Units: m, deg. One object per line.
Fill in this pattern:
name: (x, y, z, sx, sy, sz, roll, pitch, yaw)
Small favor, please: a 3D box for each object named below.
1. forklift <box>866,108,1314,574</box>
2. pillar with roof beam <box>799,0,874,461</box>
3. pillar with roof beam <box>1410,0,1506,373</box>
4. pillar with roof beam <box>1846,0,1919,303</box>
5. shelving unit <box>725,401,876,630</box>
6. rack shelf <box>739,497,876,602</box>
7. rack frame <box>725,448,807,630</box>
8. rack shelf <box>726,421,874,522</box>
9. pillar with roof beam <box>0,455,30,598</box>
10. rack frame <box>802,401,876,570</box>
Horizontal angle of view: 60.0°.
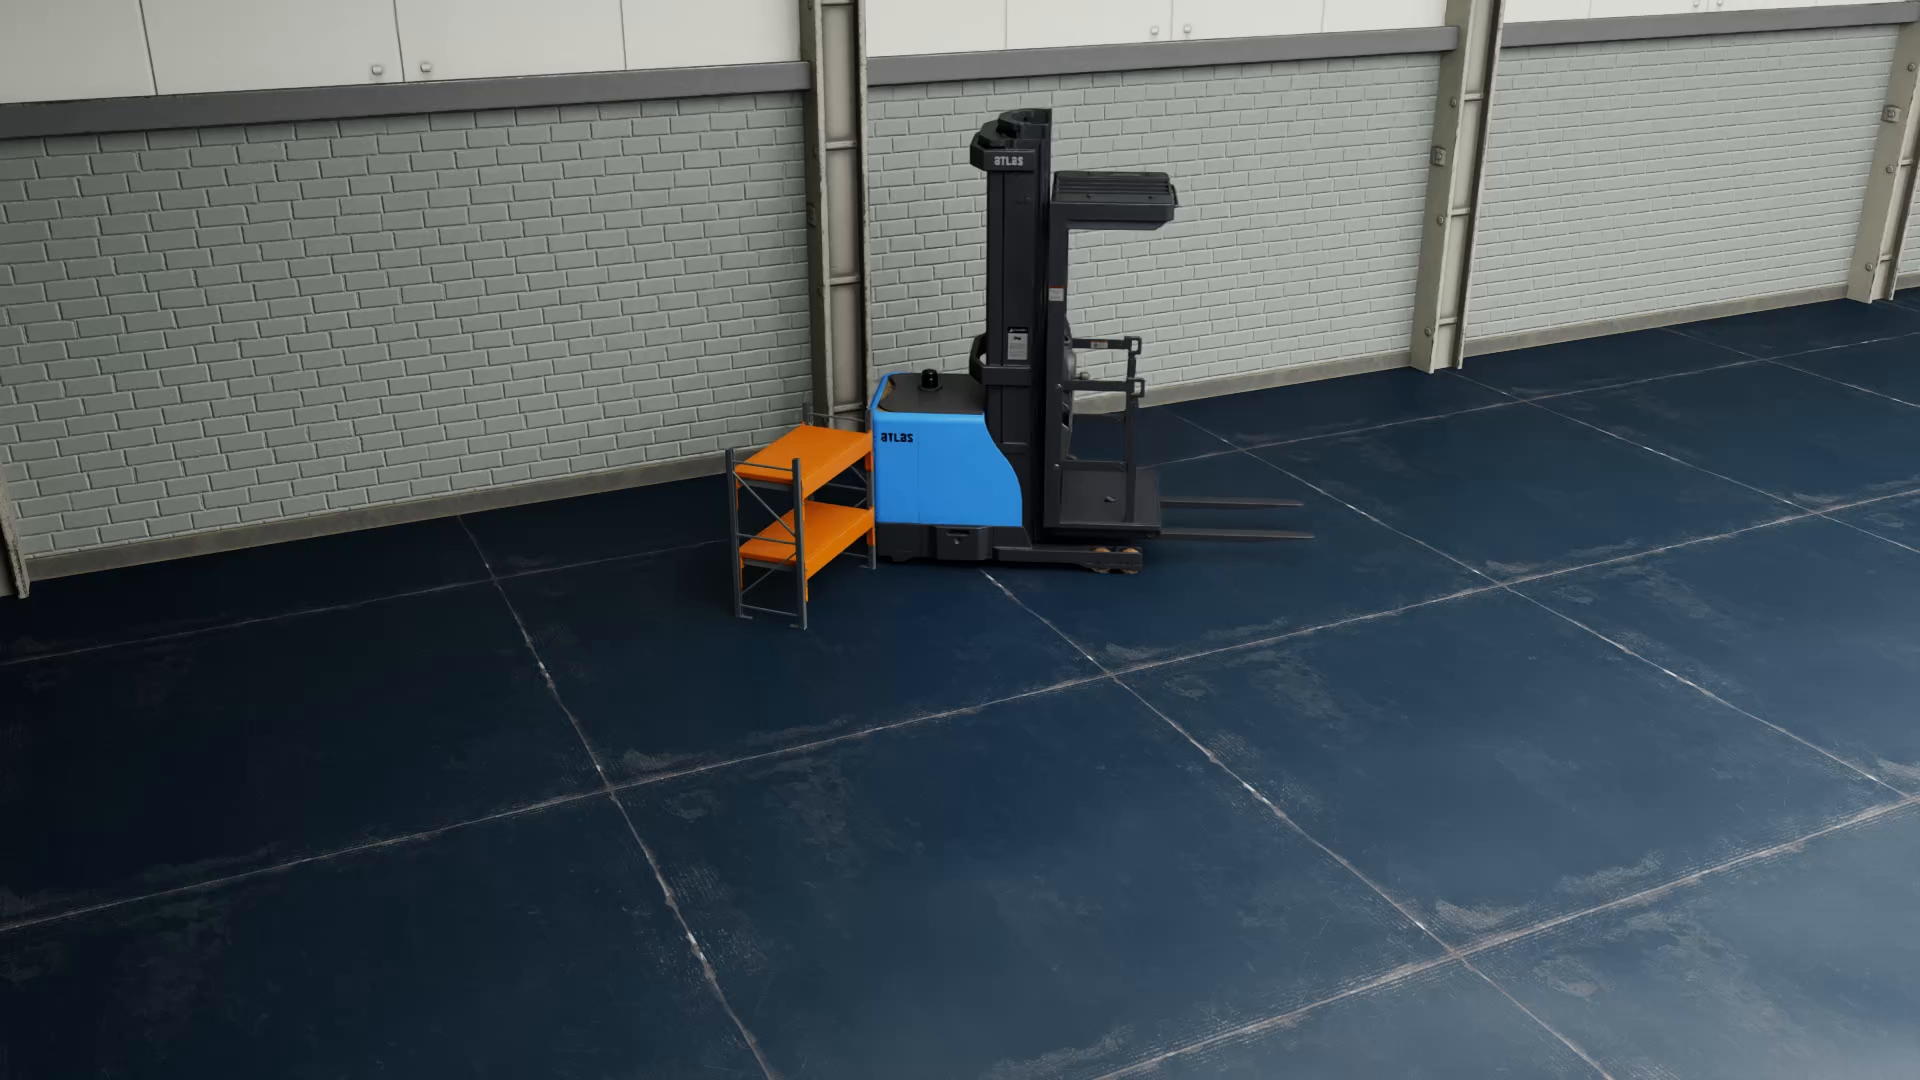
forklift: (0.905, -1.338, 11.151, 3.031, 2.935, 1.130, 2, 23, 4)
pillar with roof beam: (0.946, -3.317, 7.998, 0.400, 9.000, 9.100, -10, 25, -24)
pillar with roof beam: (6.353, -4.313, 10.403, 0.400, 9.000, 9.100, -10, 25, -24)
pillar with roof beam: (11.759, -5.308, 12.807, 0.400, 9.000, 9.100, -10, 25, -24)
shelving unit: (-1.002, -0.181, 10.717, 0.538, 1.125, 1.048, 9, 24, 21)
rack shelf: (-1.002, 0.045, 10.810, 0.538, 0.278, 1.000, 9, 24, 21)
rack frame: (-1.195, -0.001, 10.283, 0.500, 1.125, 0.032, 9, 24, 21)
rack shelf: (-1.002, -0.452, 10.605, 0.538, 0.278, 1.000, 9, 24, 21)
pillar with roof beam: (-4.460, -2.322, 5.594, 0.400, 9.000, 9.100, -10, 25, -24)
rack frame: (-0.808, -0.361, 11.151, 0.500, 1.125, 0.032, 9, 24, 21)
